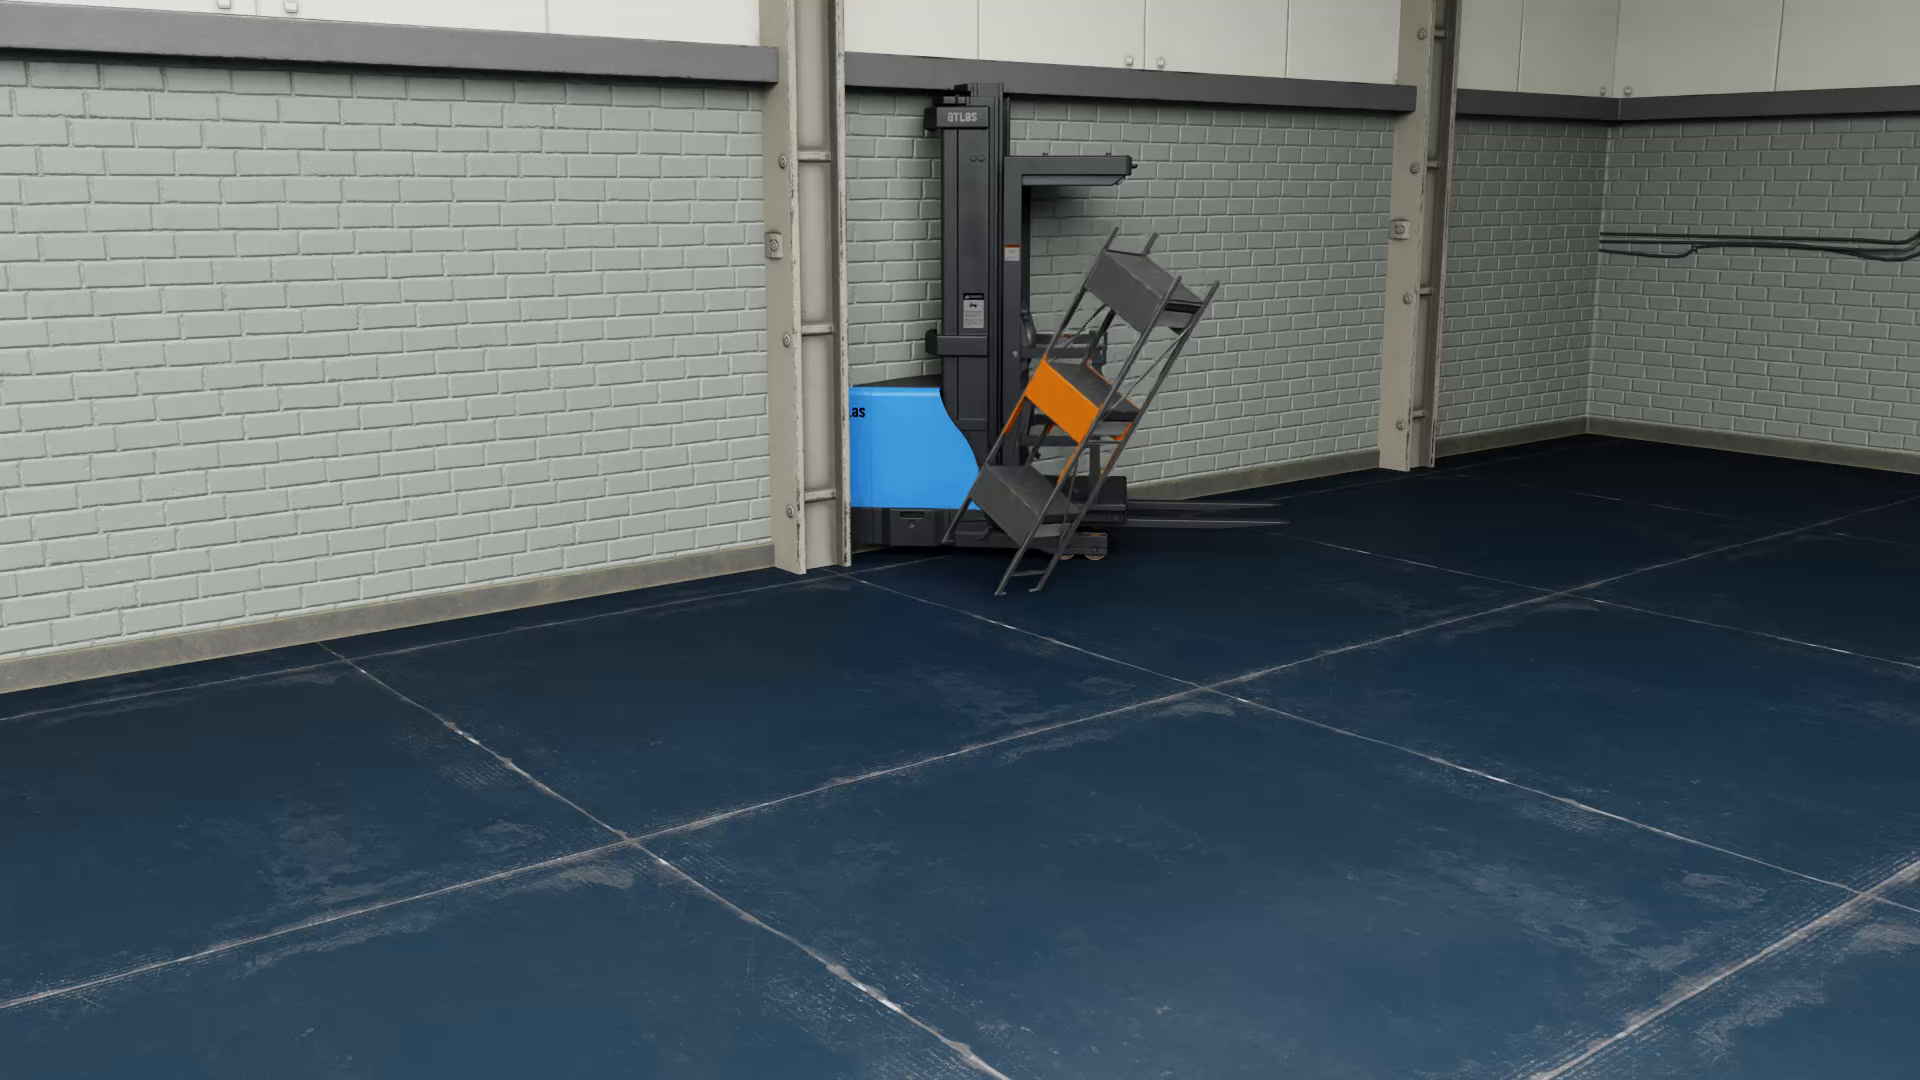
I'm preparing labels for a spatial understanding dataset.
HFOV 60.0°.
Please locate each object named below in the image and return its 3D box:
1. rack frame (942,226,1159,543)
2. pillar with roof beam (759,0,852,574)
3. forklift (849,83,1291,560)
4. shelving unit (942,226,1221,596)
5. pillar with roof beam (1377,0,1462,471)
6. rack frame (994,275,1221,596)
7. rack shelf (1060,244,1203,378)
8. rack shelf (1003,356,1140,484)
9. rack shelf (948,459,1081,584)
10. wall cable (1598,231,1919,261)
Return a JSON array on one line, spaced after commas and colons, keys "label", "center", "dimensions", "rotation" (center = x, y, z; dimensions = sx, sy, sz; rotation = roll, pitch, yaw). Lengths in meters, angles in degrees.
[{"label": "rack frame", "center": [0.487, -0.825, 9.329], "dimensions": [0.400, 2.100, 0.015], "rotation": [-4, 41, -49]}, {"label": "pillar with roof beam", "center": [1.765, -3.544, 6.156], "dimensions": [0.400, 9.000, 9.100], "rotation": [-9, 15, -38]}, {"label": "forklift", "center": [0.624, -1.422, 10.768], "dimensions": [3.031, 2.935, 1.130], "rotation": [1, 12, 5]}, {"label": "shelving unit", "center": [0.636, -0.677, 9.207], "dimensions": [0.431, 2.100, 0.503], "rotation": [-4, 41, -49]}, {"label": "pillar with roof beam", "center": [6.451, -4.323, 9.823], "dimensions": [0.400, 9.000, 9.100], "rotation": [-9, 15, -38]}, {"label": "rack frame", "center": [0.786, -0.528, 9.084], "dimensions": [0.400, 2.100, 0.015], "rotation": [-4, 41, -49]}, {"label": "rack shelf", "center": [0.935, -1.220, 8.911], "dimensions": [0.431, 0.518, 0.480], "rotation": [-4, 41, -49]}, {"label": "rack shelf", "center": [0.631, -0.666, 9.212], "dimensions": [0.431, 0.518, 0.480], "rotation": [-4, 41, -49]}, {"label": "rack shelf", "center": [0.326, -0.112, 9.513], "dimensions": [0.431, 0.518, 0.480], "rotation": [-4, 41, -49]}, {"label": "wall cable", "center": [6.888, -3.670, 14.224], "dimensions": [0.112, 2.526, 3.097], "rotation": [-9, 15, -38]}]
